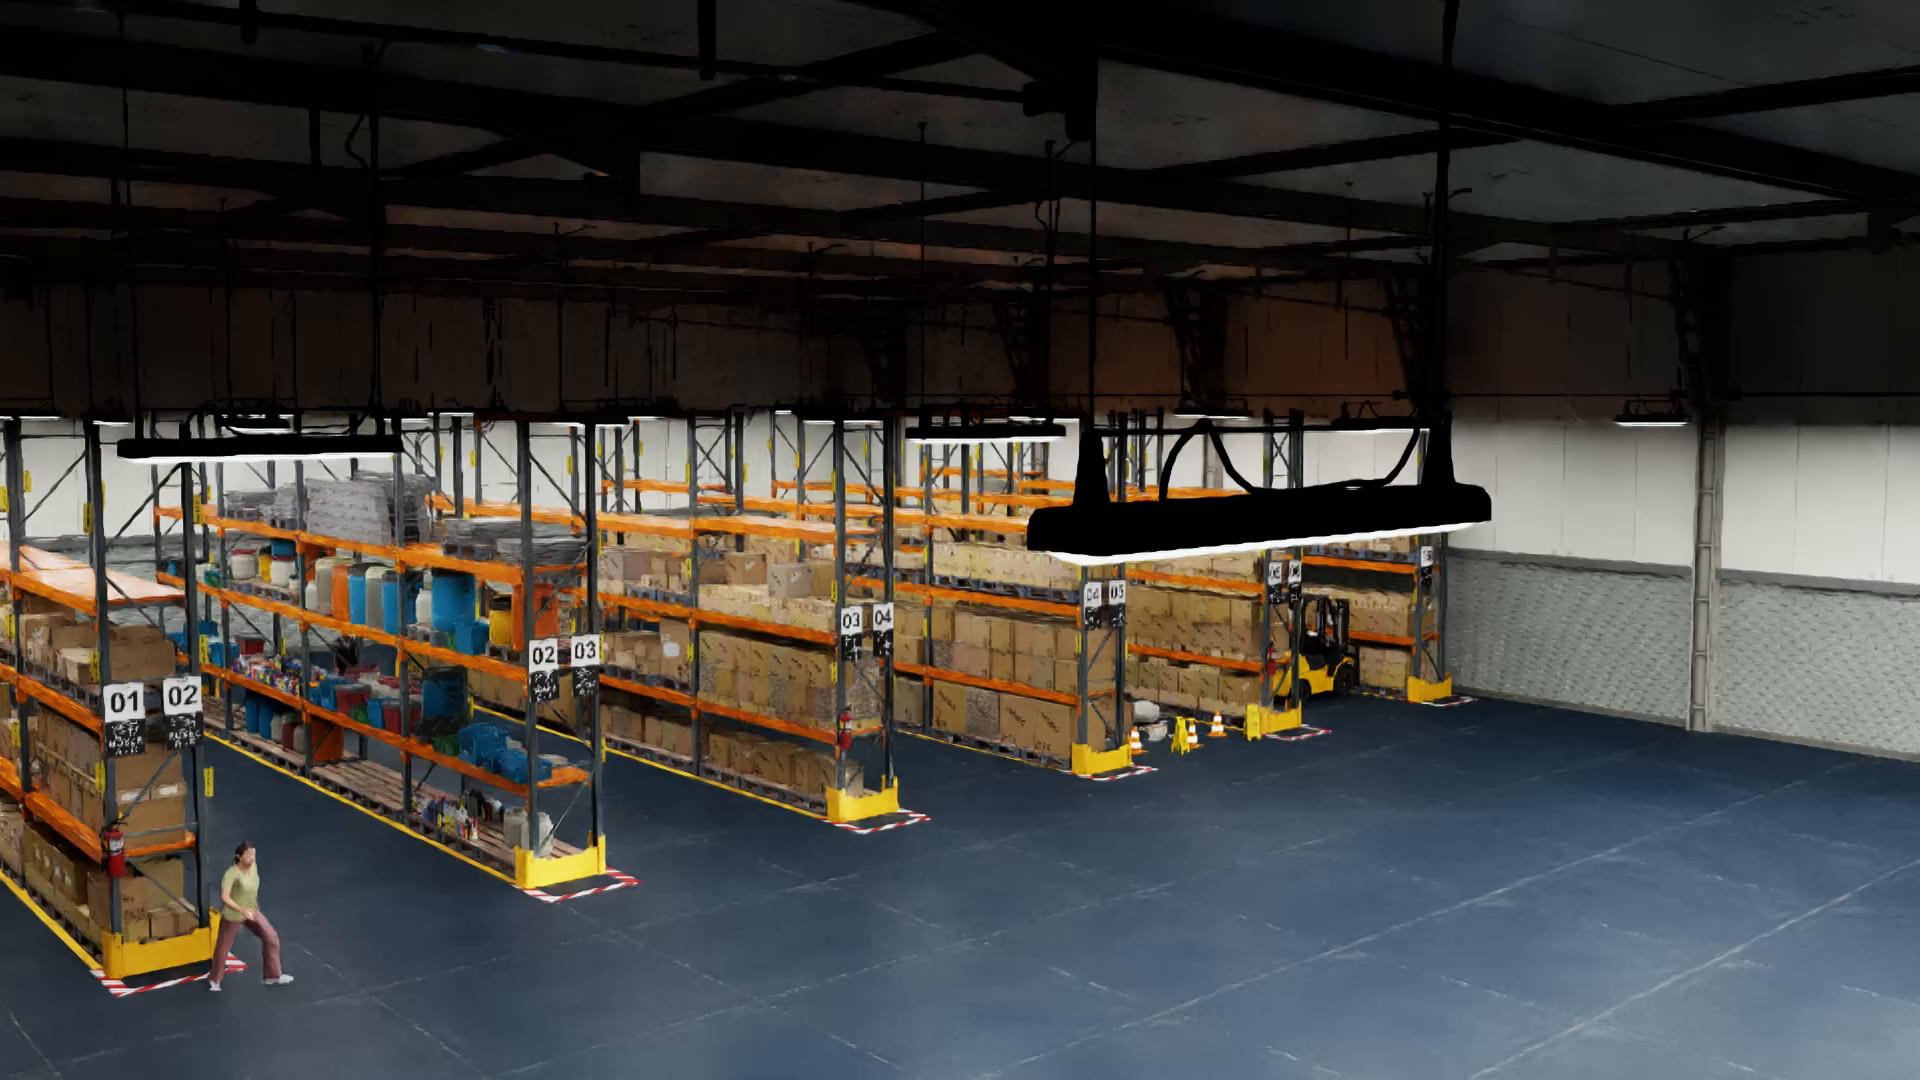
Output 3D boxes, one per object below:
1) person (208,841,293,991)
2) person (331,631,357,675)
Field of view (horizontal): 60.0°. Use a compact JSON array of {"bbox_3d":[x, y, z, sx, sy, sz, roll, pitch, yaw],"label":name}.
[{"bbox_3d":[-7.617,3.970,17.662,0.799,1.610,0.626,3,6,30],"label":"person"},{"bbox_3d":[-12.441,2.544,33.661,0.542,1.648,1.115,-4,6,-39],"label":"person"}]
